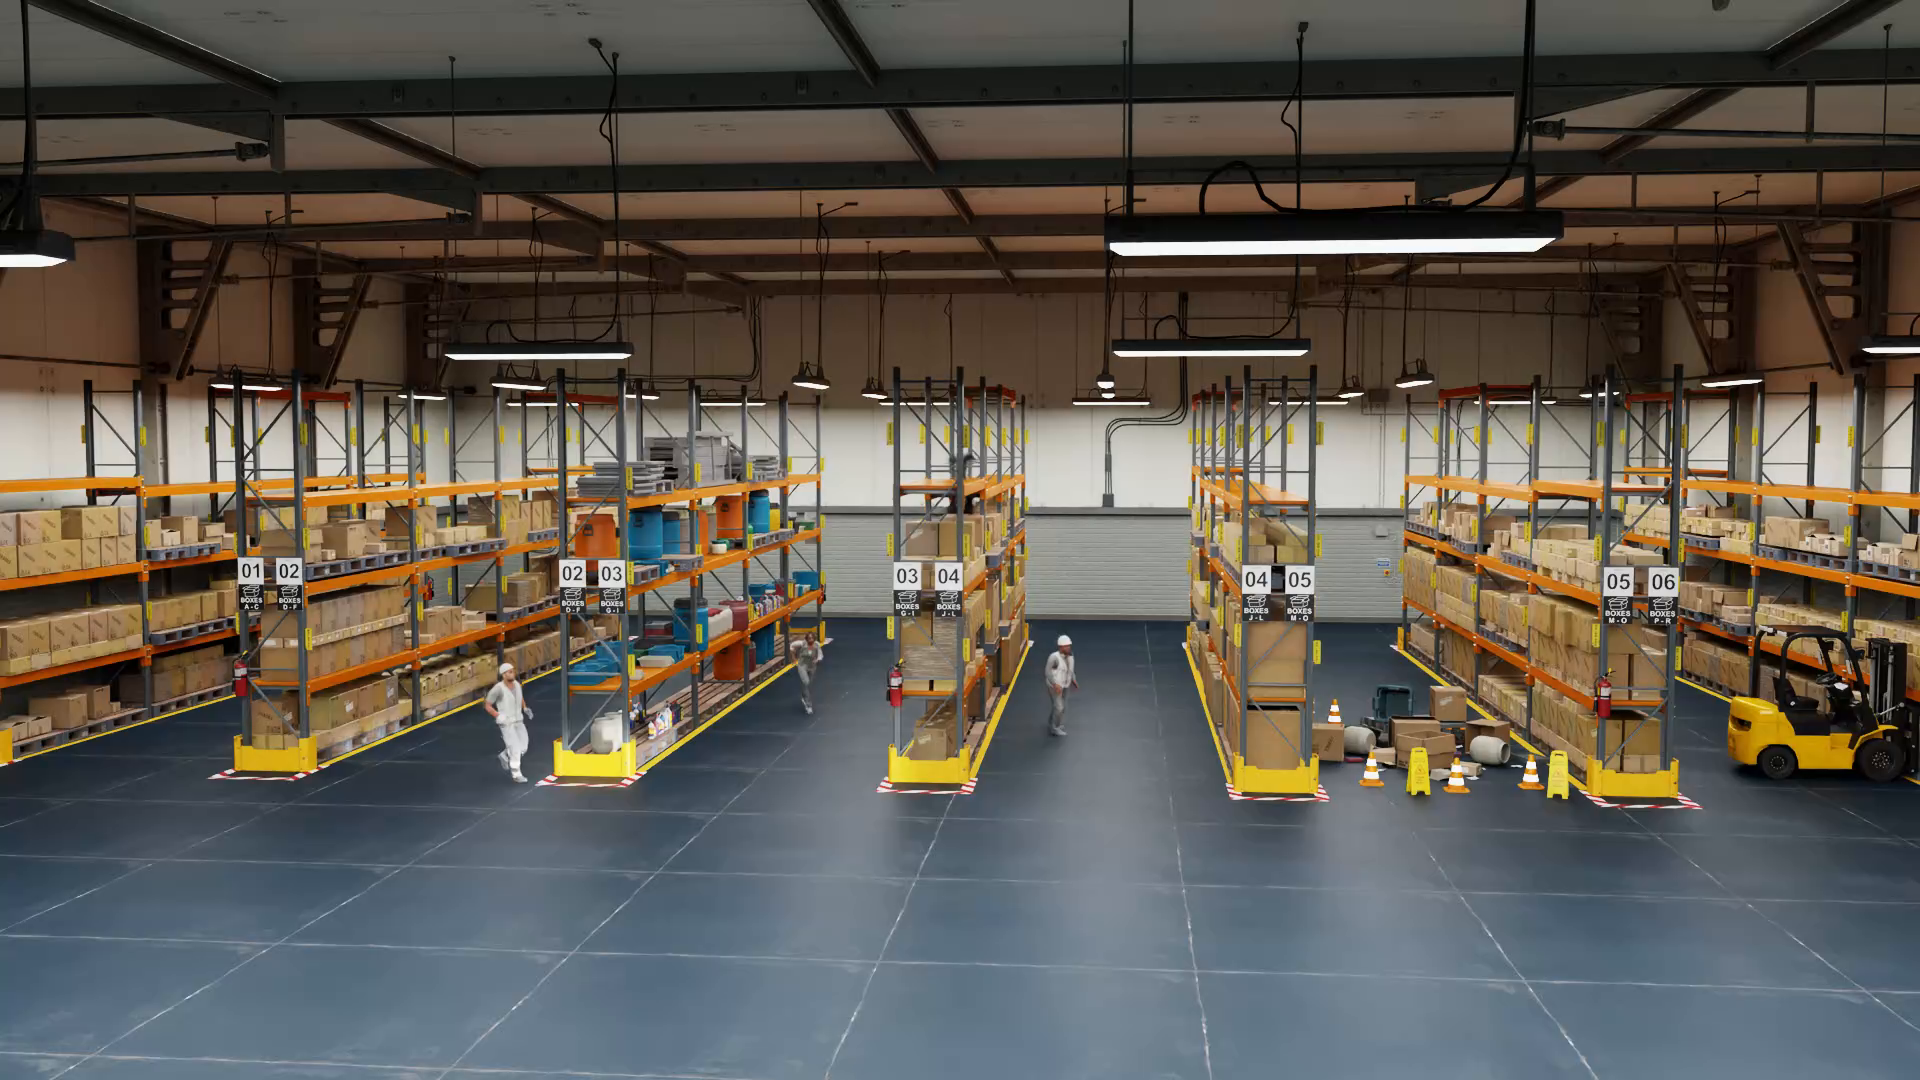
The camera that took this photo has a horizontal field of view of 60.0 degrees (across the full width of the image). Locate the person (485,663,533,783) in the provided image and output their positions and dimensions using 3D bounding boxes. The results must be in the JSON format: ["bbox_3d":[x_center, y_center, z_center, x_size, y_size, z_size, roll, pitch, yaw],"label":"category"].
[{"bbox_3d":[-6.580,2.636,24.067,0.665,1.741,0.674,2,4,33],"label":"person"}]

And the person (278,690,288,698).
[{"bbox_3d":[-11.529,2.473,28.678,0.662,1.541,0.797,-1,4,-21],"label":"person"}]

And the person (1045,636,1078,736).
[{"bbox_3d":[1.636,2.434,27.846,0.663,1.728,0.802,-3,5,-40],"label":"person"}]

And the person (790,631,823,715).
[{"bbox_3d":[-2.801,2.389,30.260,0.585,1.546,0.907,-1,4,-15],"label":"person"}]

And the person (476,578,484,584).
[{"bbox_3d":[-11.296,1.774,39.363,0.703,1.569,0.849,0,4,-7],"label":"person"}]
